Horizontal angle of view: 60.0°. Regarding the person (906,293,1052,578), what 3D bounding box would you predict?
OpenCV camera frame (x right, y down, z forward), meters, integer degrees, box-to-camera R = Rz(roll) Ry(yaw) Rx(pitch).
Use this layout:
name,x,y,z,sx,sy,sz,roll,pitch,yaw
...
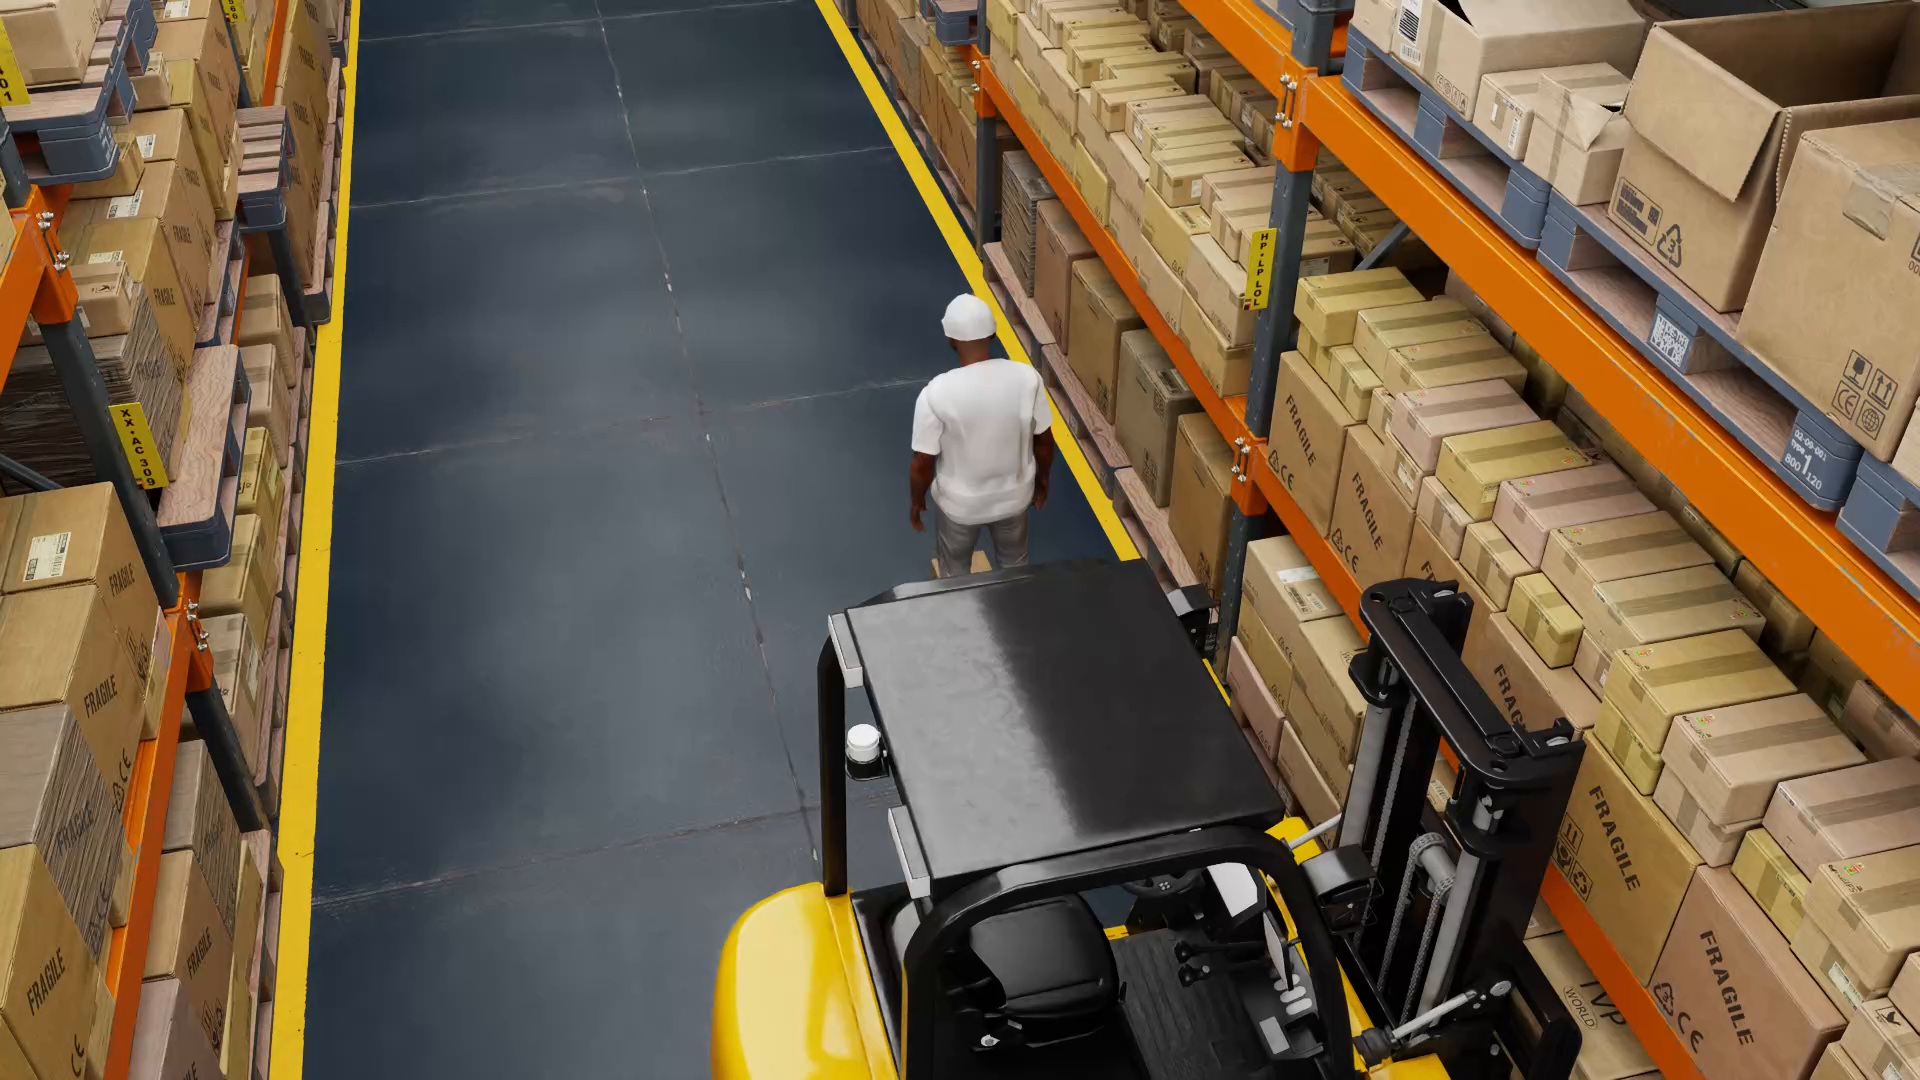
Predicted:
name,x,y,z,sx,sy,sz,roll,pitch,yaw
person,0.074,-0.222,6.985,0.634,1.759,0.456,-11,39,-13
